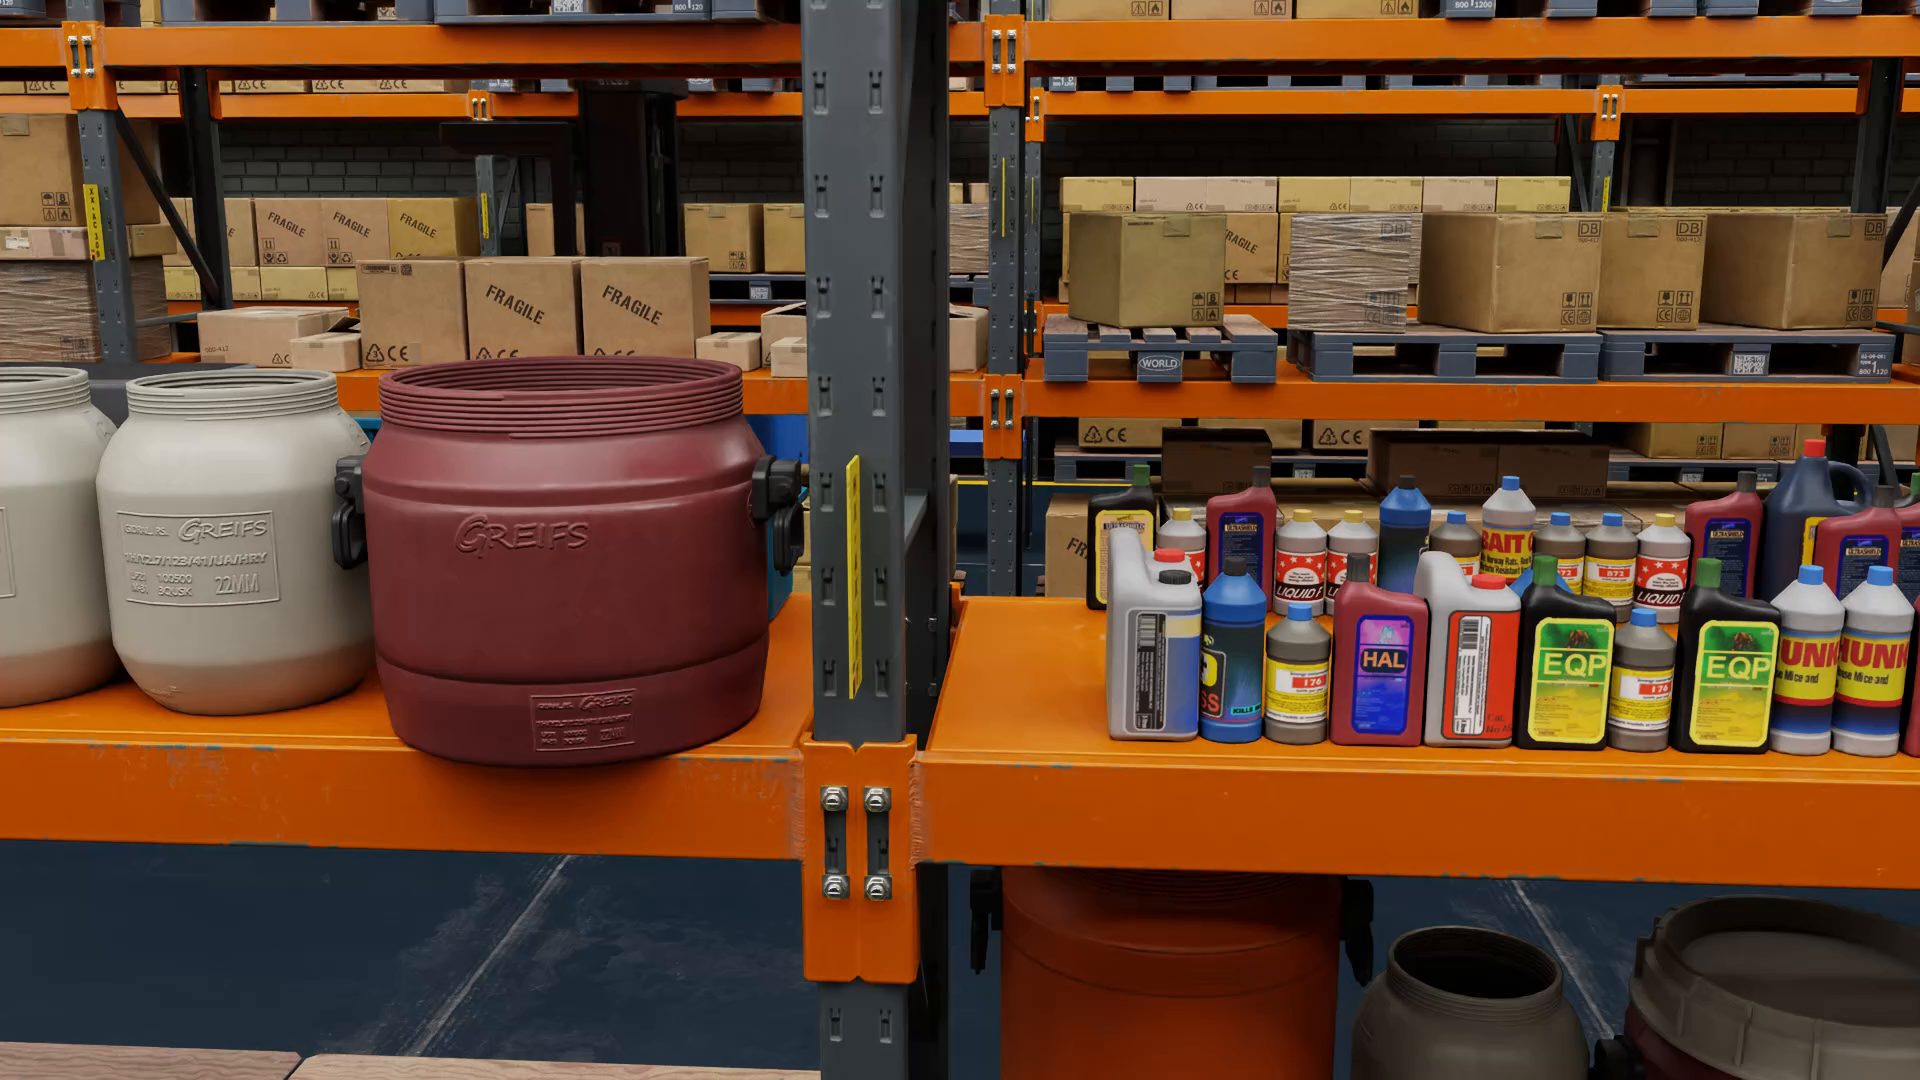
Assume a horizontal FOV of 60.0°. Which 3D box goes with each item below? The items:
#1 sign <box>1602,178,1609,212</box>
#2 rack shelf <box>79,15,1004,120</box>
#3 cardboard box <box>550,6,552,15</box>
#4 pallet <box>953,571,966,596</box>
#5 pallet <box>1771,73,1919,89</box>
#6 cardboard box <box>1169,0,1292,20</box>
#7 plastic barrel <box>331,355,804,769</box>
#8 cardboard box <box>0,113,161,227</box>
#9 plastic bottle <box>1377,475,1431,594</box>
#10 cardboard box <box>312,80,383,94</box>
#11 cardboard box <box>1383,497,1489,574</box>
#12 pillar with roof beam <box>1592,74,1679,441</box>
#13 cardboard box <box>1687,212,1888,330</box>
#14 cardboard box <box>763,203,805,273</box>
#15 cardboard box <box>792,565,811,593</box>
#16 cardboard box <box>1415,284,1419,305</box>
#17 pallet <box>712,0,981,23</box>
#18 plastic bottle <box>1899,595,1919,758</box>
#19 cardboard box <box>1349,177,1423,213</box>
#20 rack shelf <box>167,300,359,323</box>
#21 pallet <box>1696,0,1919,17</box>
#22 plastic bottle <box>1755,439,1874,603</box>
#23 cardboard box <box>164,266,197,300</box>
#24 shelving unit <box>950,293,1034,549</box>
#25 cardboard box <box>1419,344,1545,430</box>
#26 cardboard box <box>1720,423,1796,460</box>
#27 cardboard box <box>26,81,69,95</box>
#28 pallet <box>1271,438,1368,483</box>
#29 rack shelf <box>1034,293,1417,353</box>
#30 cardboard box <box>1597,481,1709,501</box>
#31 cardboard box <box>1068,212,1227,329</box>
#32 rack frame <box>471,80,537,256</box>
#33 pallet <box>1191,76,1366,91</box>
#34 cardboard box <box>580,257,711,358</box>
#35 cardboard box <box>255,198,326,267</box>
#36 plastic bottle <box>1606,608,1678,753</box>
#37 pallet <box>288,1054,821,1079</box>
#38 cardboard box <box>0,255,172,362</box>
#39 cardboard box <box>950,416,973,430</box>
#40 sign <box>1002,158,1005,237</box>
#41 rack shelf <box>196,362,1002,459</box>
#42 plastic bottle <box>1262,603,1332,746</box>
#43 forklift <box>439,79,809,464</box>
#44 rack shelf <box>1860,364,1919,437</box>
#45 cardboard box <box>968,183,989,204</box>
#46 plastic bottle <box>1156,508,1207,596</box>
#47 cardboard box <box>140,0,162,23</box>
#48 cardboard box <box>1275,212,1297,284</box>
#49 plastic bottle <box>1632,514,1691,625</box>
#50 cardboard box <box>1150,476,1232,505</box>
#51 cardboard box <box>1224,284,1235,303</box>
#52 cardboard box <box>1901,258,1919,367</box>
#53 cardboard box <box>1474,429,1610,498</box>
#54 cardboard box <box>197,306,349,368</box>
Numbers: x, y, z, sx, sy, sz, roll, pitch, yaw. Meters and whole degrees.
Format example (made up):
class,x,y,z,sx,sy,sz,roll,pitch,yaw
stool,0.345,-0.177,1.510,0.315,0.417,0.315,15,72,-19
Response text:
class,x,y,z,sx,sy,sz,roll,pitch,yaw
sign,4.510,-2.368,11.627,0.005,0.325,0.100,1,12,4
rack shelf,-1.777,-2.137,7.588,4.000,0.370,1.077,1,12,4
cardboard box,-2.905,-3.759,12.317,0.500,0.500,0.500,3,12,12
pallet,-0.600,0.352,8.069,1.213,0.211,1.003,1,12,4
pallet,6.567,-3.345,11.823,1.213,0.211,1.003,1,12,4
cardboard box,1.165,-2.505,7.345,0.500,0.500,0.910,1,12,4
plastic barrel,-0.599,0.007,2.574,0.708,0.536,0.600,1,12,4
cardboard box,-4.216,-1.737,7.833,0.500,0.500,0.700,1,12,4
plastic bottle,0.854,0.011,3.204,0.097,0.271,0.097,0,12,0
cardboard box,-4.469,-3.553,12.309,0.500,0.500,0.500,0,12,-1
cardboard box,2.198,0.099,7.498,0.500,0.500,0.500,0,12,2
pillar with roof beam,5.005,-4.175,8.248,0.400,9.000,9.100,1,12,4
cardboard box,3.752,-1.245,7.626,0.500,0.500,0.700,-3,12,-15
cardboard box,-1.168,-2.287,12.555,0.500,0.500,0.700,1,12,4
cardboard box,-0.837,0.183,7.756,0.500,0.250,0.500,1,12,3
cardboard box,3.404,-1.787,12.051,0.250,0.149,0.380,1,12,4
pallet,-0.465,-2.360,7.360,1.003,0.211,1.213,1,12,6
plastic bottle,1.444,0.173,2.402,0.133,0.283,0.061,1,12,4
cardboard box,3.035,-2.492,12.005,0.500,0.250,0.500,1,12,5
rack shelf,-5.441,-1.735,12.995,4.000,0.370,1.077,1,12,4
pallet,3.564,-2.338,7.253,1.003,0.211,1.213,1,12,4
plastic bottle,1.612,-0.013,3.123,0.185,0.351,0.144,1,12,4
cardboard box,-5.944,-1.967,12.665,0.500,0.250,0.500,1,12,3
shelving unit,-0.085,-0.735,10.120,1.048,1.500,0.538,1,12,4
cardboard box,3.880,-1.086,12.360,0.750,0.750,0.750,1,12,4
cardboard box,5.777,-0.894,12.295,0.500,0.500,0.700,1,12,3
cardboard box,-6.586,-3.572,12.397,0.500,0.500,0.500,2,12,8
pallet,2.541,-0.597,12.607,1.213,0.211,1.003,1,12,4
rack shelf,2.541,-1.626,12.472,4.000,0.370,1.077,1,12,4
cardboard box,3.210,0.008,7.934,0.500,0.500,0.500,1,12,5
cardboard box,0.854,-1.262,7.707,0.500,0.500,0.700,-3,12,-15
rack frame,-3.445,-2.060,12.791,0.127,3.000,1.000,1,12,4
pallet,2.308,-3.369,12.181,1.213,0.211,1.003,1,12,6
cardboard box,-1.457,-1.062,7.775,0.500,0.500,0.500,0,12,1
cardboard box,-4.938,-2.322,12.527,0.500,0.500,0.500,0,12,2
plastic bottle,1.003,0.203,2.457,0.097,0.201,0.097,0,12,0
pallet,-0.887,1.365,3.228,1.213,0.211,1.003,1,12,4
cardboard box,-4.216,-1.102,7.965,0.500,0.500,0.700,0,12,2
cardboard box,-0.176,-0.996,12.736,0.500,0.500,0.700,1,12,5
sign,0.185,-1.447,7.030,0.005,0.325,0.100,1,12,4
rack shelf,-1.777,-0.669,7.896,4.000,0.370,1.077,1,12,4
plastic bottle,0.505,0.196,2.489,0.097,0.201,0.097,0,12,0
forklift,-2.499,-1.490,10.231,3.031,2.935,1.130,1,12,5
rack shelf,6.205,-0.559,7.372,4.000,0.370,1.077,1,12,4
cardboard box,0.200,-2.586,12.401,0.250,0.149,0.380,-1,12,-4
plastic bottle,0.430,0.039,3.239,0.097,0.201,0.097,0,12,0
cardboard box,-6.059,-4.054,12.264,0.500,0.500,0.500,1,12,5
cardboard box,2.550,-2.129,12.101,0.500,0.500,0.500,1,12,5
plastic bottle,1.340,0.052,3.179,0.097,0.201,0.097,0,12,0
cardboard box,1.167,-0.020,8.070,0.500,0.500,0.500,1,12,6
cardboard box,1.888,-1.834,12.276,0.250,0.149,0.380,1,12,5
cardboard box,4.726,-1.033,7.637,0.500,0.500,0.500,1,12,5
cardboard box,2.745,-0.368,7.899,0.500,0.250,0.500,1,12,4
cardboard box,-3.278,-0.977,7.979,0.500,0.250,0.500,2,12,7
